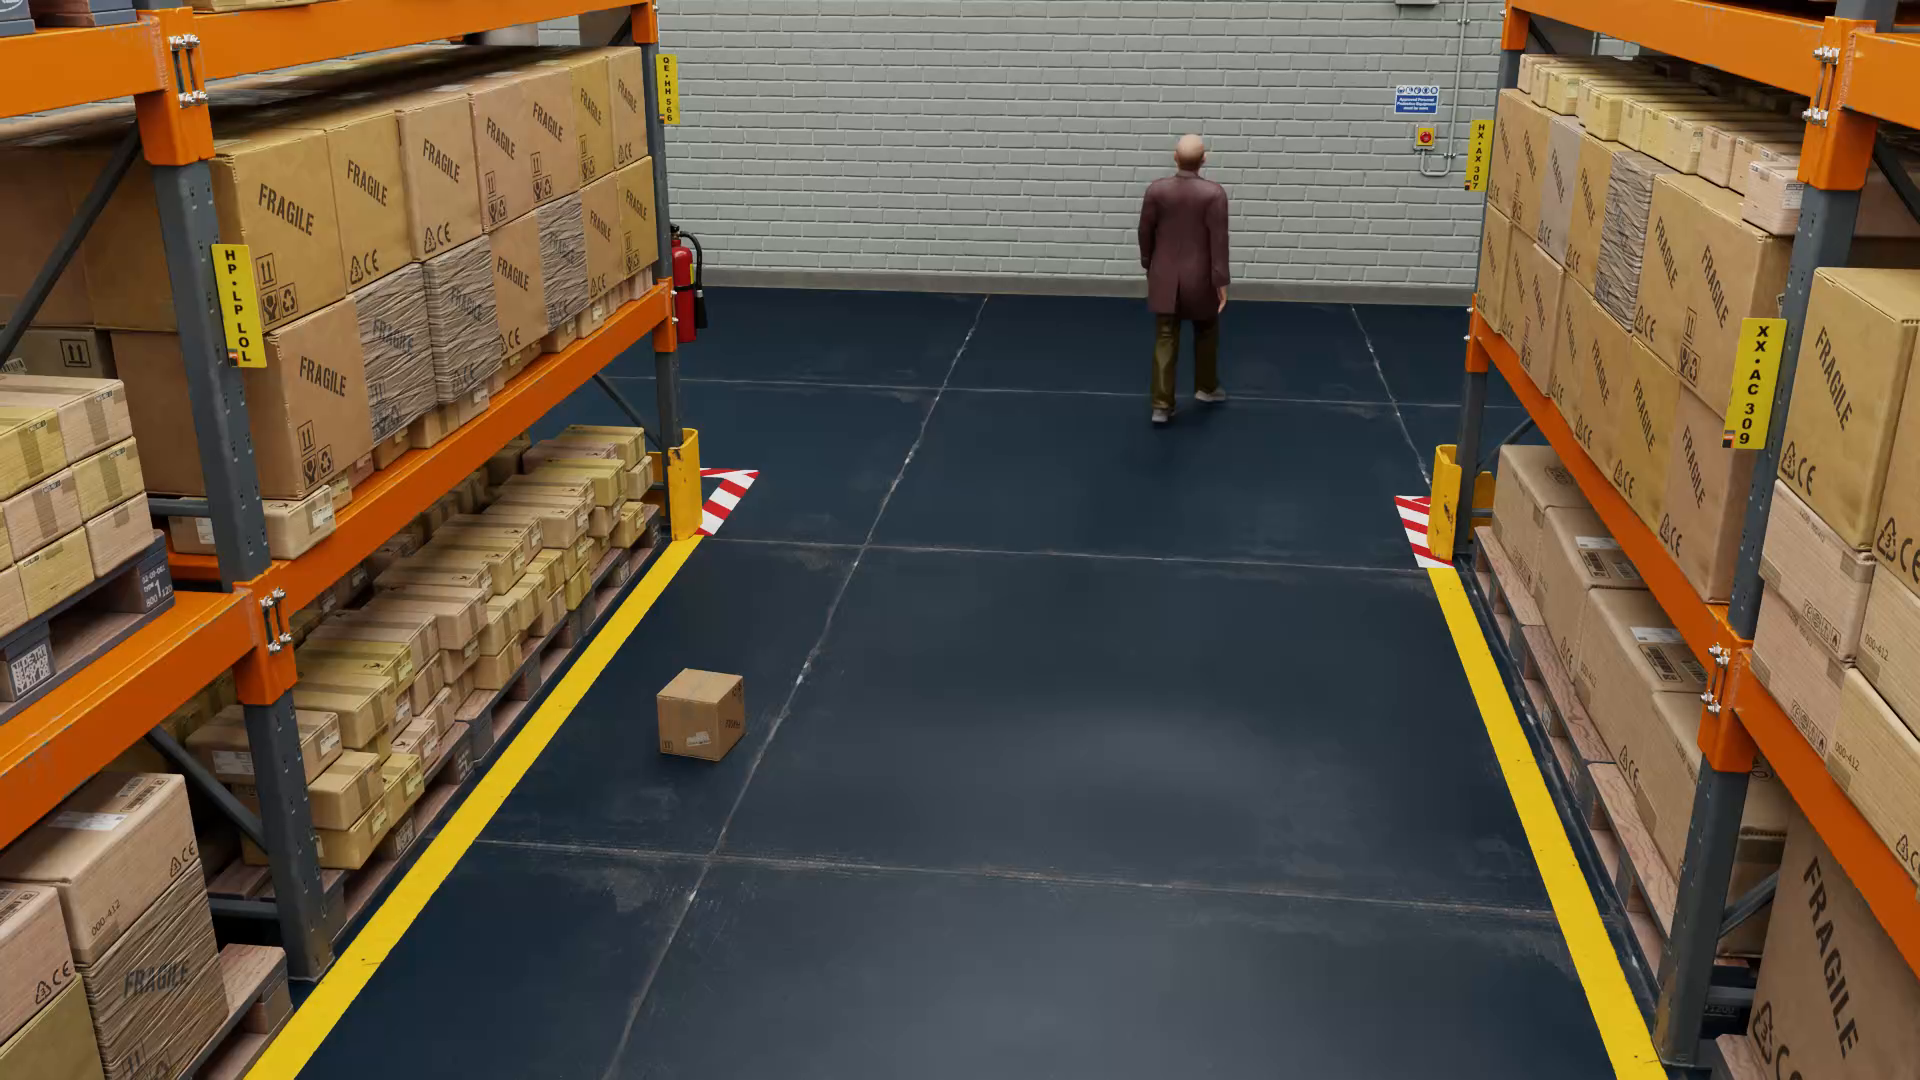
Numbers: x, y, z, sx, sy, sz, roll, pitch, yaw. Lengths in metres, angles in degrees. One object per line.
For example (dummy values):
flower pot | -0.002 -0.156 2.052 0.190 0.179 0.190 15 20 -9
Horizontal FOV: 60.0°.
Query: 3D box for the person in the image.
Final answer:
person | 1.430 -1.666 10.430 0.614 1.767 0.851 7 22 17
